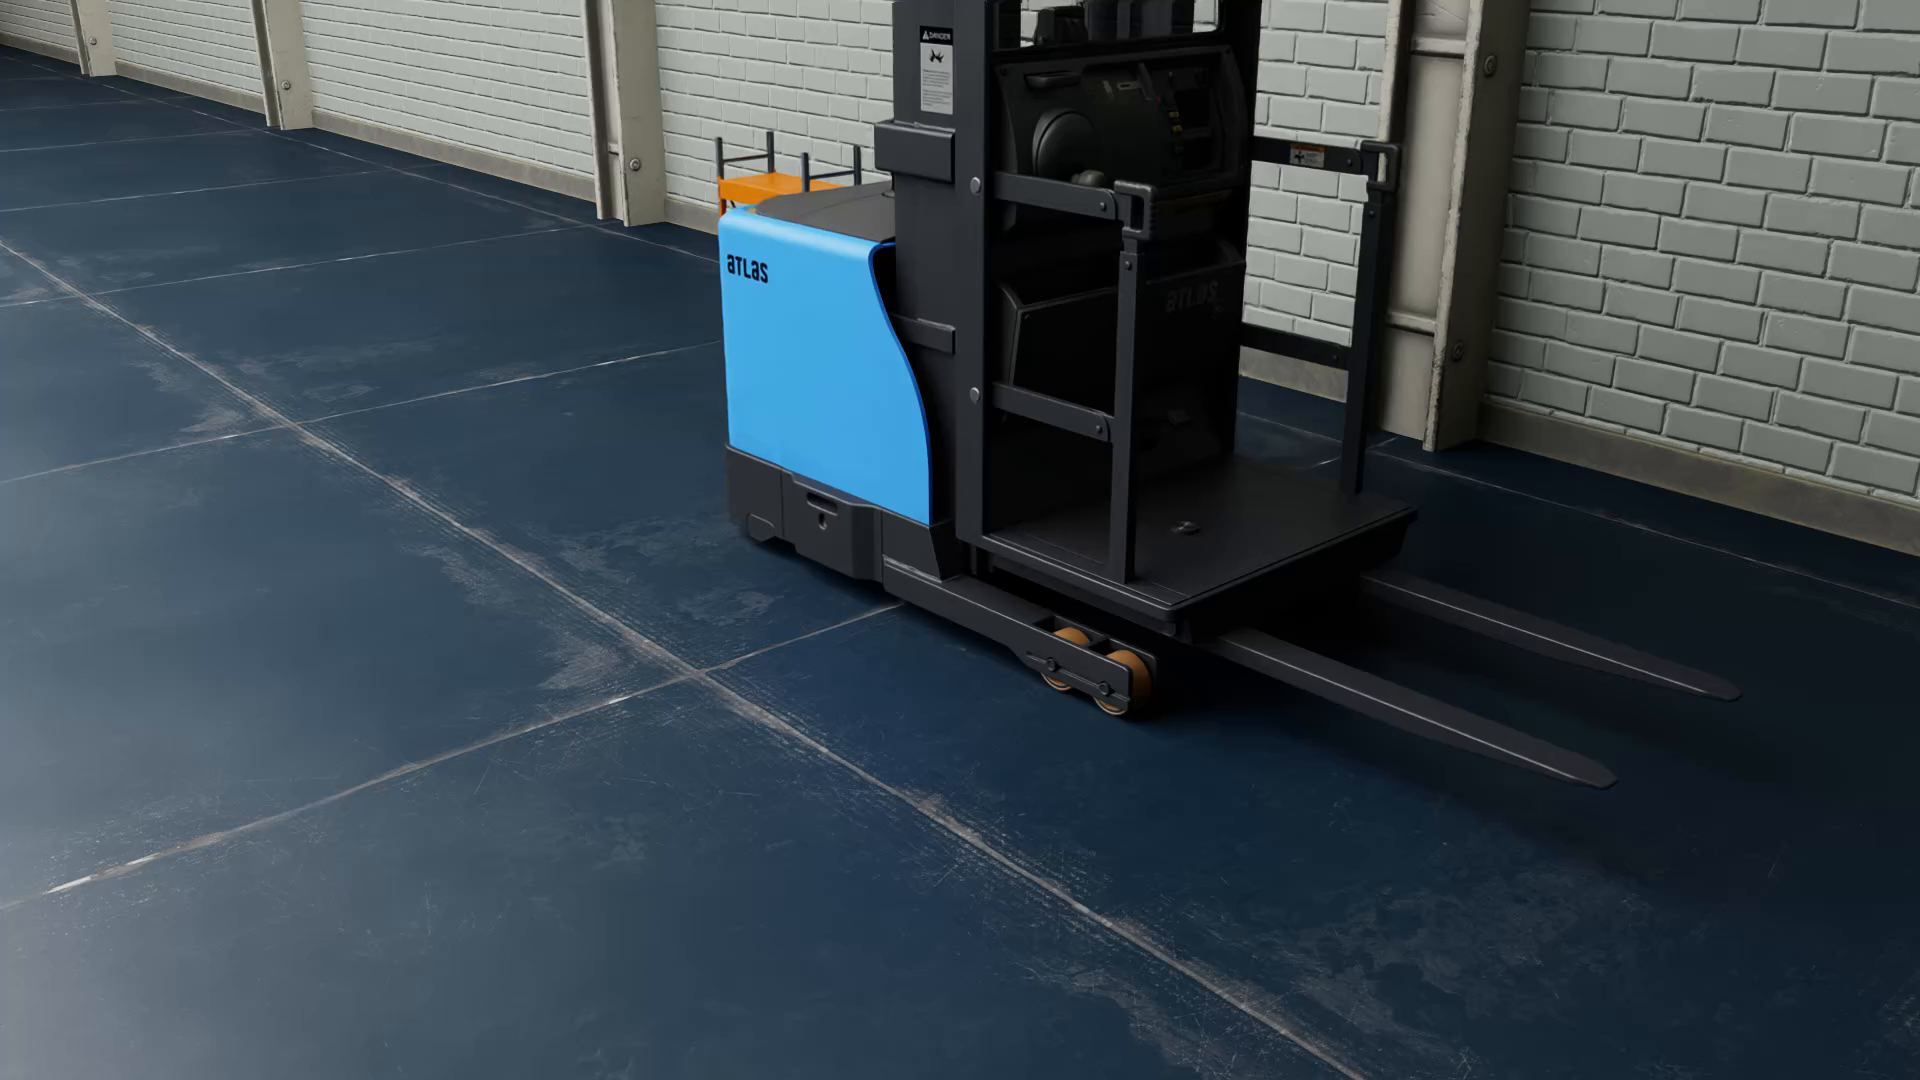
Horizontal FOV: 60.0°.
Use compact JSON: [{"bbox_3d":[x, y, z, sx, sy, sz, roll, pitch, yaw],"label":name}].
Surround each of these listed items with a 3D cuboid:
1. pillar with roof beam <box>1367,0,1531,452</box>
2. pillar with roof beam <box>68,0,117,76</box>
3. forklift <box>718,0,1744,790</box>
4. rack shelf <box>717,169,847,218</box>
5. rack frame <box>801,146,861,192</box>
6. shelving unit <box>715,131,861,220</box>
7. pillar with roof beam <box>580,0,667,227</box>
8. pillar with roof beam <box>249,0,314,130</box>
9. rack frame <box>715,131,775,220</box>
[{"bbox_3d":[-1.467,-3.591,2.312,9.100,9.000,0.400,-17,27,-37],"label":"pillar with roof beam"},{"bbox_3d":[-13.216,-8.564,15.009,9.100,9.000,0.400,-17,27,-37],"label":"pillar with roof beam"},{"bbox_3d":[0.595,-1.120,4.324,1.130,2.935,3.031,-18,28,-39],"label":"forklift"},{"bbox_3d":[-0.590,-1.161,5.726,0.258,0.148,0.480,-18,28,-39],"label":"rack shelf"},{"bbox_3d":[-0.425,-0.730,5.702,0.240,1.200,0.015,-18,28,-39],"label":"rack frame"},{"bbox_3d":[-0.590,-0.795,5.869,0.258,1.200,0.503,-18,28,-39],"label":"shelving unit"},{"bbox_3d":[-5.383,-5.248,6.545,9.100,9.000,0.400,-17,27,-37],"label":"pillar with roof beam"},{"bbox_3d":[-9.300,-6.906,10.777,9.100,9.000,0.400,-17,27,-37],"label":"pillar with roof beam"},{"bbox_3d":[-0.754,-0.861,6.037,0.240,1.200,0.015,-18,28,-39],"label":"rack frame"}]
